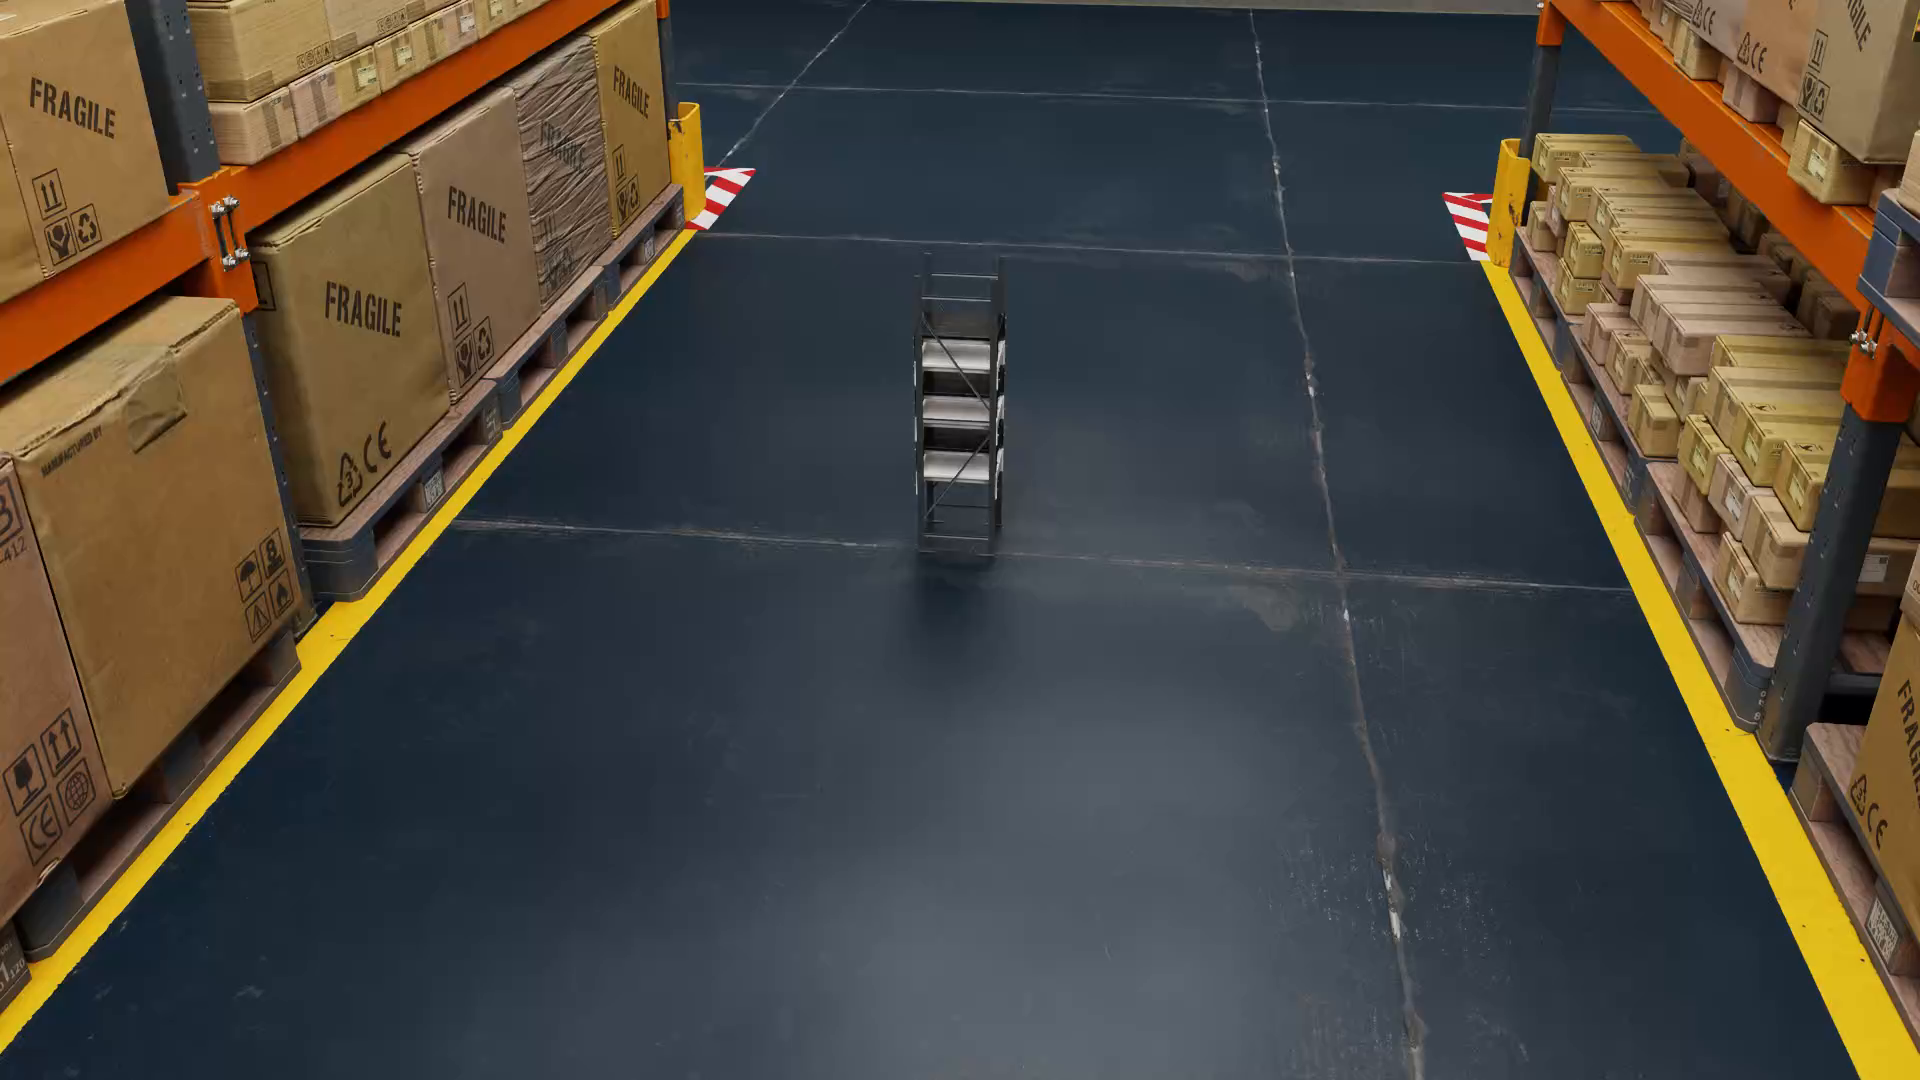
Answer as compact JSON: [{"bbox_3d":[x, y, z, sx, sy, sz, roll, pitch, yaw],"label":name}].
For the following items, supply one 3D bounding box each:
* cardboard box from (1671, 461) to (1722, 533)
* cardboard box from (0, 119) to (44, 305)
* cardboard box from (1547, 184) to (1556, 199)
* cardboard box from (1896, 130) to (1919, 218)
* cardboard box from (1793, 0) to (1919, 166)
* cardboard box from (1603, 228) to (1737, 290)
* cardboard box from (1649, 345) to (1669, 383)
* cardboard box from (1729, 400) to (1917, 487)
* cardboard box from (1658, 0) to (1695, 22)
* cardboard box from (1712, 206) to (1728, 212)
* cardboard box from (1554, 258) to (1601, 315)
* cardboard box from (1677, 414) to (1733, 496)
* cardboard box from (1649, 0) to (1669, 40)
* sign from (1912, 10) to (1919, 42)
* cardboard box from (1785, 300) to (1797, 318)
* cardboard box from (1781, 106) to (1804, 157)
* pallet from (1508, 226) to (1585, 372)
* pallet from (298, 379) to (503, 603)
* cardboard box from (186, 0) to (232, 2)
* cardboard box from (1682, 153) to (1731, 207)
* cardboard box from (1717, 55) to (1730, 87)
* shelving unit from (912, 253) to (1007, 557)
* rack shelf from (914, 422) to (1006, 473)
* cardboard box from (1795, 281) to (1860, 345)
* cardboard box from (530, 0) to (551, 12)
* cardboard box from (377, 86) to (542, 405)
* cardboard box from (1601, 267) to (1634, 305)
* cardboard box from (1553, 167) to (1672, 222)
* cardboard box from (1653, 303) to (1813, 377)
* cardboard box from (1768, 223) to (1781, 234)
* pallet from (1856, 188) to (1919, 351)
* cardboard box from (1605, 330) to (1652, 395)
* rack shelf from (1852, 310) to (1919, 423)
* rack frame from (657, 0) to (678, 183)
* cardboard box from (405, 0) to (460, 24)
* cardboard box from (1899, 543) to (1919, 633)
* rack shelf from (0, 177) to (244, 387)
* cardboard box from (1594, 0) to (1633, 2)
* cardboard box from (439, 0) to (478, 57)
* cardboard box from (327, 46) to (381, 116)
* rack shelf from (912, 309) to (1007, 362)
[{"bbox_3d":[2.339,-0.135,4.902,0.380,0.149,0.250,2,28,5],"label":"cardboard box"},{"bbox_3d":[-2.218,-0.667,3.220,0.500,0.500,0.500,4,29,8],"label":"cardboard box"},{"bbox_3d":[2.717,-1.467,7.061,0.380,0.149,0.250,5,29,8],"label":"cardboard box"},{"bbox_3d":[2.041,-0.671,3.155,0.380,0.149,0.250,2,28,4],"label":"cardboard box"},{"bbox_3d":[2.325,-1.175,3.849,0.500,0.500,0.500,3,28,6],"label":"cardboard box"},{"bbox_3d":[2.493,-0.983,5.847,0.380,0.149,0.250,4,29,7],"label":"cardboard box"},{"bbox_3d":[2.498,-0.597,5.444,0.380,0.149,0.250,2,28,4],"label":"cardboard box"},{"bbox_3d":[2.323,-0.252,4.492,0.380,0.149,0.250,4,29,7],"label":"cardboard box"},{"bbox_3d":[2.537,-1.895,5.185,0.500,0.500,0.500,3,28,5],"label":"cardboard box"},{"bbox_3d":[3.169,-1.314,6.776,0.380,0.149,0.250,3,28,5],"label":"cardboard box"},{"bbox_3d":[2.539,-0.981,6.471,0.380,0.149,0.250,4,29,7],"label":"cardboard box"},{"bbox_3d":[2.305,-0.238,4.779,0.380,0.149,0.250,2,28,4],"label":"cardboard box"},{"bbox_3d":[2.583,-1.778,5.652,0.380,0.149,0.250,3,28,5],"label":"cardboard box"},{"bbox_3d":[2.006,-1.165,3.336,0.100,0.325,0.005,3,28,6],"label":"sign"},{"bbox_3d":[3.092,-0.825,5.869,0.380,0.149,0.250,5,29,9],"label":"cardboard box"},{"bbox_3d":[2.364,-1.043,4.288,0.380,0.149,0.250,4,29,8],"label":"cardboard box"},{"bbox_3d":[2.892,-0.995,6.874,1.003,0.211,1.213,3,28,6],"label":"pallet"},{"bbox_3d":[-2.194,-0.217,5.430,1.003,0.211,1.213,3,28,6],"label":"pallet"},{"bbox_3d":[-2.052,-1.697,4.291,0.500,0.500,0.500,3,28,6],"label":"cardboard box"},{"bbox_3d":[3.135,-1.451,6.717,0.380,0.149,0.250,4,29,7],"label":"cardboard box"},{"bbox_3d":[2.508,-1.409,4.968,0.380,0.149,0.250,3,28,5],"label":"cardboard box"},{"bbox_3d":[0.001,-0.400,5.044,0.258,0.900,0.210,3,28,6],"label":"shelving unit"},{"bbox_3d":[0.001,-0.291,5.102,0.258,0.077,0.200,3,28,6],"label":"rack shelf"},{"bbox_3d":[2.941,-0.718,5.355,0.380,0.149,0.250,2,28,4],"label":"cardboard box"},{"bbox_3d":[-1.746,-2.074,6.202,0.380,0.149,0.250,3,29,6],"label":"cardboard box"},{"bbox_3d":[-2.094,-1.071,5.872,0.875,0.875,0.875,3,28,6],"label":"cardboard box"},{"bbox_3d":[2.608,-0.977,6.150,0.380,0.149,0.250,2,28,4],"label":"cardboard box"},{"bbox_3d":[2.562,-1.355,6.539,0.380,0.149,0.250,3,28,6],"label":"cardboard box"},{"bbox_3d":[2.397,-0.620,5.175,0.380,0.149,0.250,2,28,4],"label":"cardboard box"},{"bbox_3d":[3.157,-1.074,6.017,0.380,0.149,0.250,4,29,8],"label":"cardboard box"},{"bbox_3d":[2.308,-0.320,2.883,1.003,0.211,1.213,3,28,6],"label":"pallet"},{"bbox_3d":[2.478,-0.611,5.785,0.380,0.149,0.250,3,28,6],"label":"cardboard box"},{"bbox_3d":[2.301,0.503,1.913,1.077,0.370,4.000,3,28,6],"label":"rack shelf"},{"bbox_3d":[-1.874,-2.974,7.608,1.000,3.000,0.127,3,28,6],"label":"rack frame"},{"bbox_3d":[-1.923,-1.840,5.348,0.500,0.250,0.500,4,29,7],"label":"cardboard box"},{"bbox_3d":[2.193,0.162,3.188,0.500,0.250,0.500,2,28,4],"label":"cardboard box"},{"bbox_3d":[-2.609,0.167,2.536,1.077,0.370,4.000,3,28,6],"label":"rack shelf"},{"bbox_3d":[2.595,-2.149,6.341,0.380,0.149,0.250,3,28,5],"label":"cardboard box"},{"bbox_3d":[-1.840,-1.711,5.528,0.380,0.149,0.250,4,29,7],"label":"cardboard box"},{"bbox_3d":[-1.934,-1.348,4.855,0.380,0.149,0.250,4,29,8],"label":"cardboard box"},{"bbox_3d":[0.001,-0.608,4.931,0.258,0.077,0.200,3,28,6],"label":"rack shelf"}]
